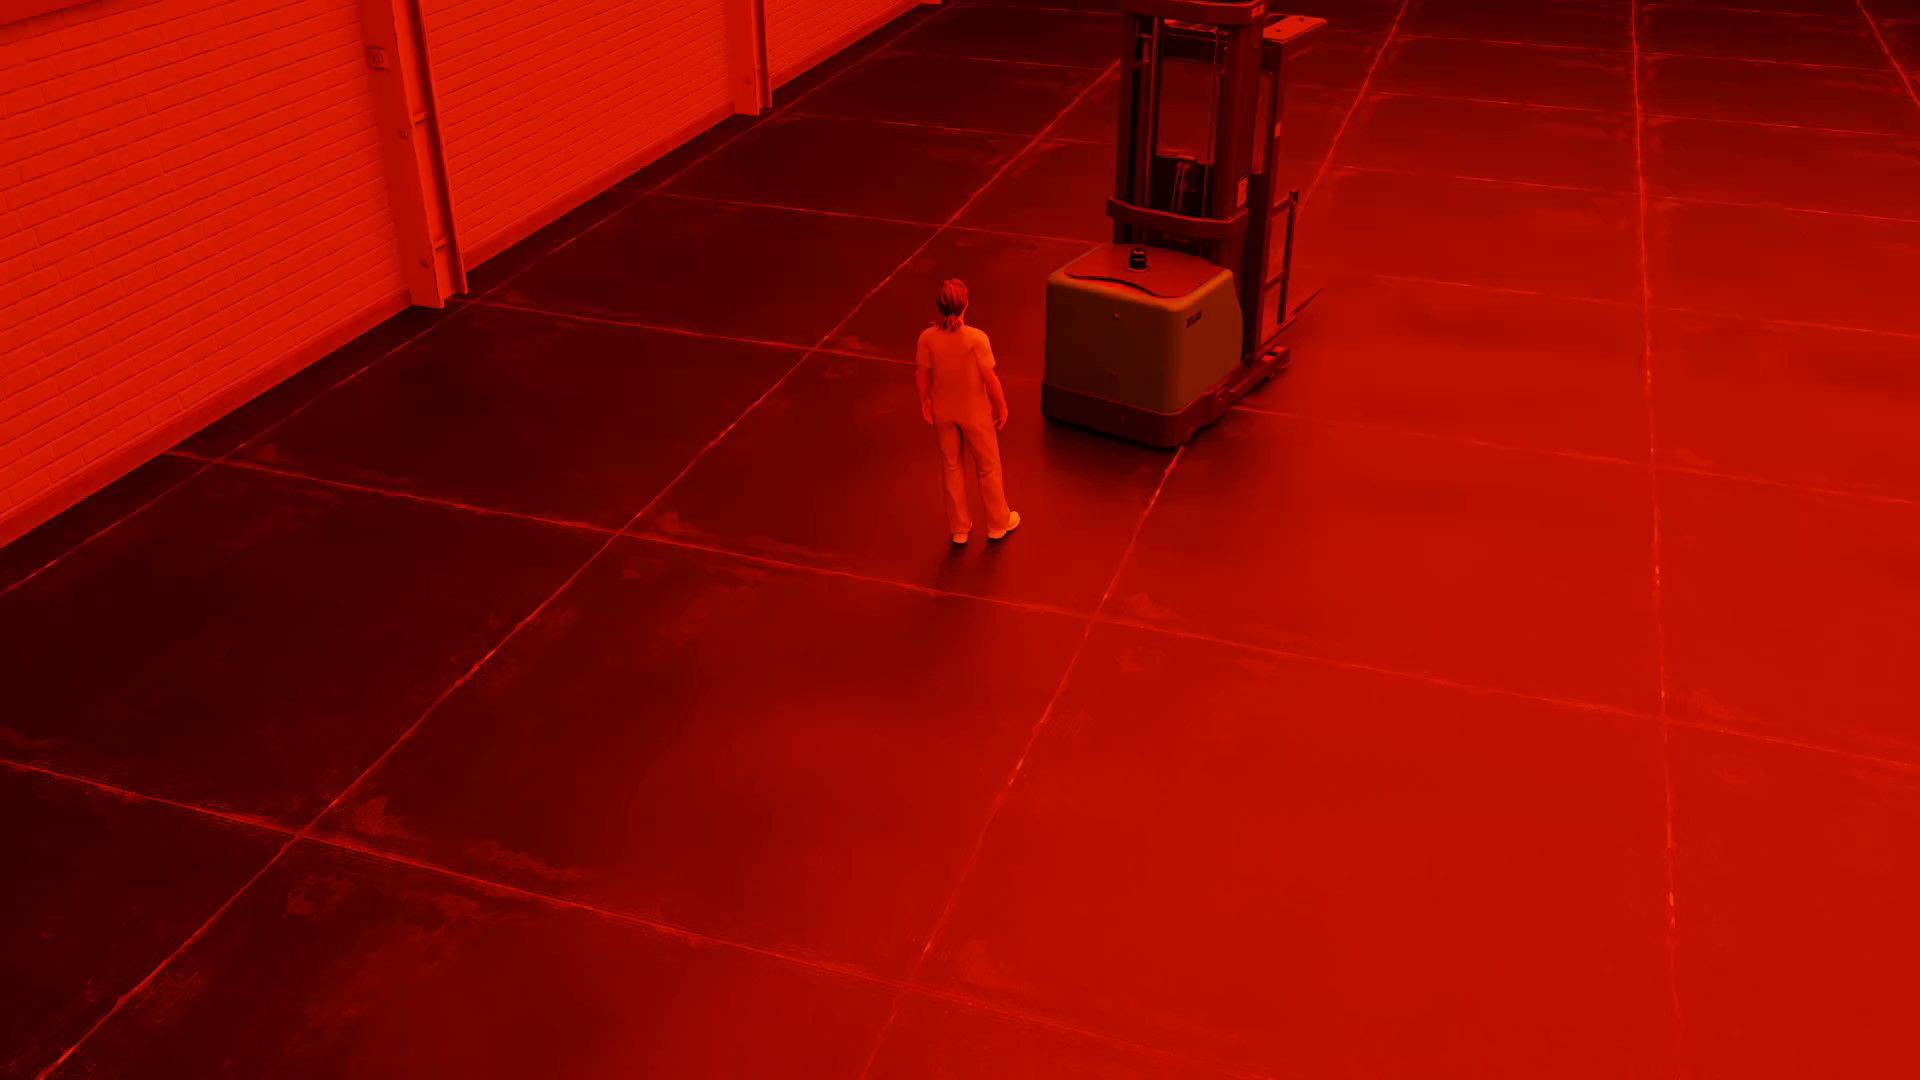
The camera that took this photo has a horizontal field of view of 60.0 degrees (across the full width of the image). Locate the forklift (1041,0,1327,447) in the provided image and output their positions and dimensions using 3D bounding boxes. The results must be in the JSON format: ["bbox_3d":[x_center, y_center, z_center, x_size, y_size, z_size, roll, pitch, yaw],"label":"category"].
[{"bbox_3d":[1.787,-2.574,11.651,1.130,2.935,3.031,18,34,28],"label":"forklift"}]

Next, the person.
[{"bbox_3d":[0.037,-0.767,9.734,0.549,1.675,0.549,10,31,16],"label":"person"}]
